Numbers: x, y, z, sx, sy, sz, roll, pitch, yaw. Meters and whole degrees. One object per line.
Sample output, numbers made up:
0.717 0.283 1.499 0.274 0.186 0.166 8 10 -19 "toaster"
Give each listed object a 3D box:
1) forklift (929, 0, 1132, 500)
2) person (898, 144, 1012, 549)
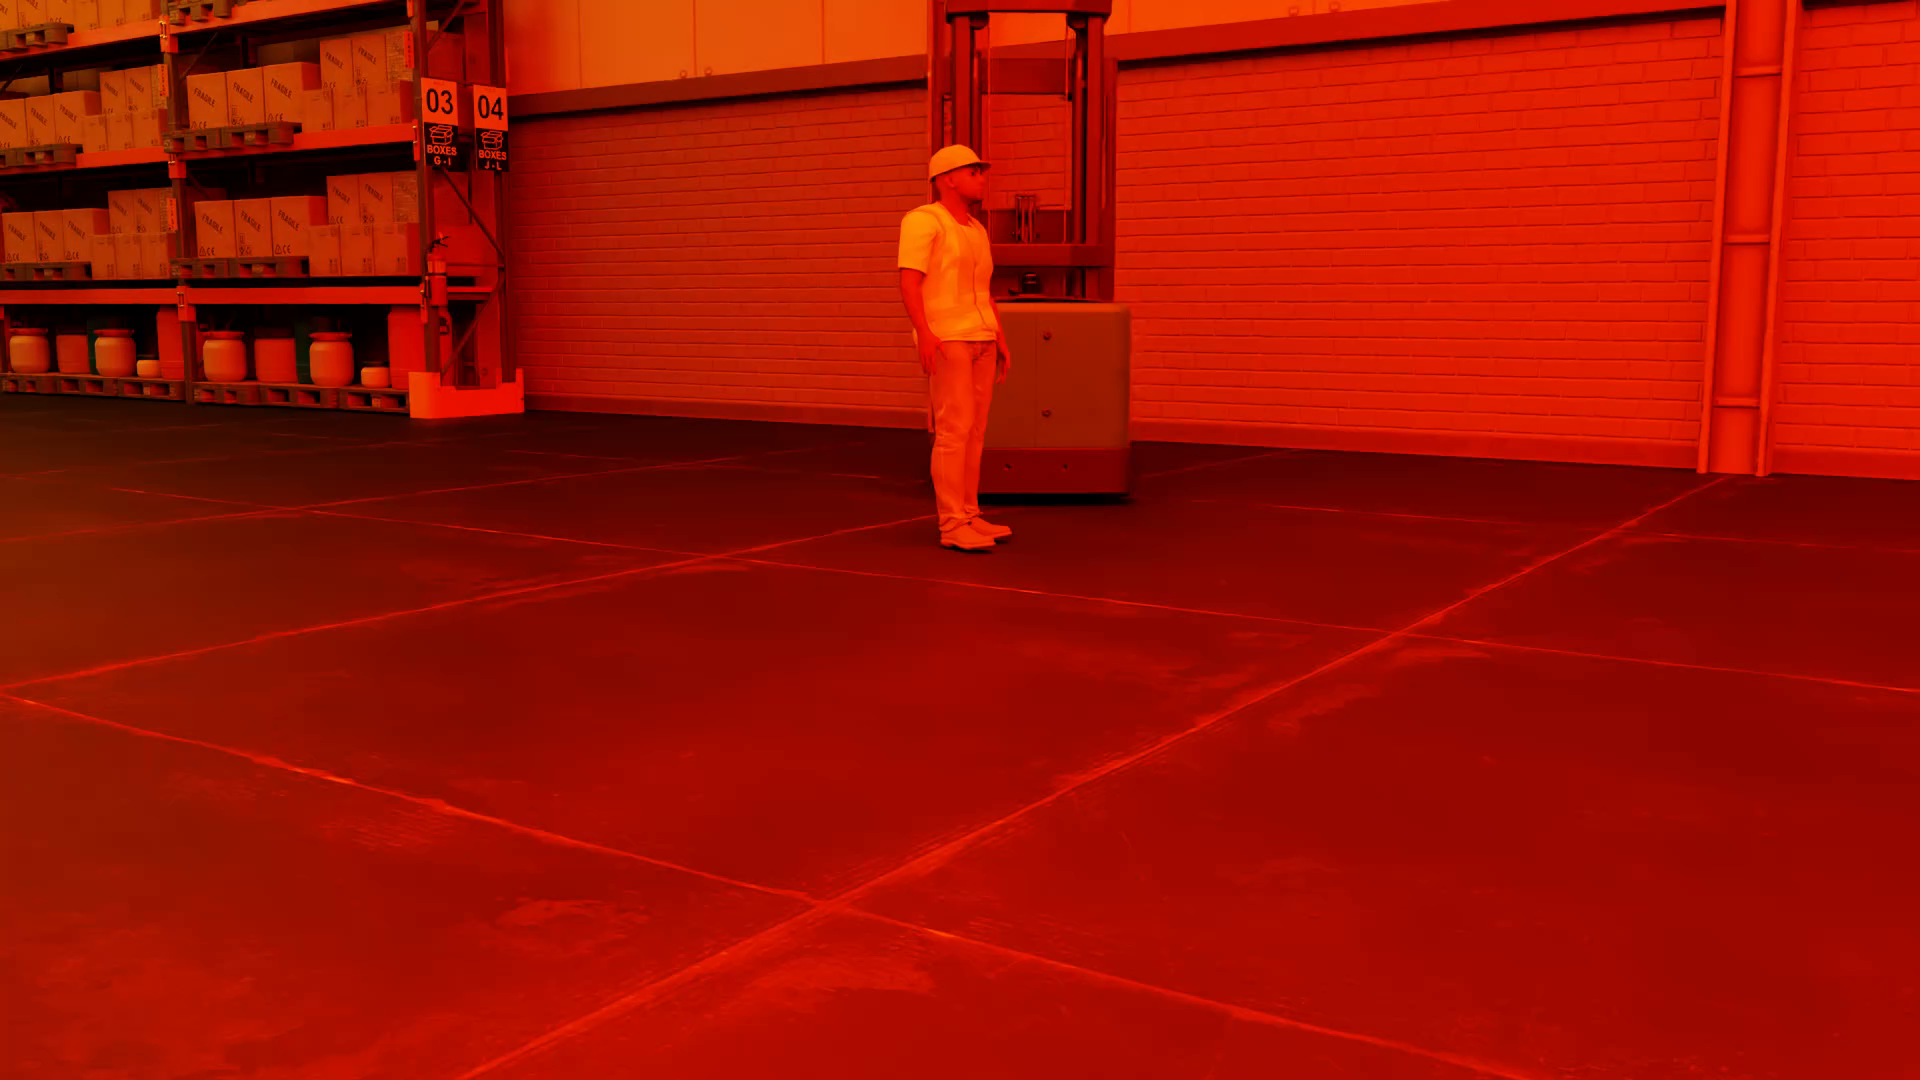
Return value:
0.372 -1.841 10.136 1.130 2.935 3.031 0 8 -1 "forklift"
0.054 -0.875 7.435 0.577 1.765 0.665 5 10 34 "person"
